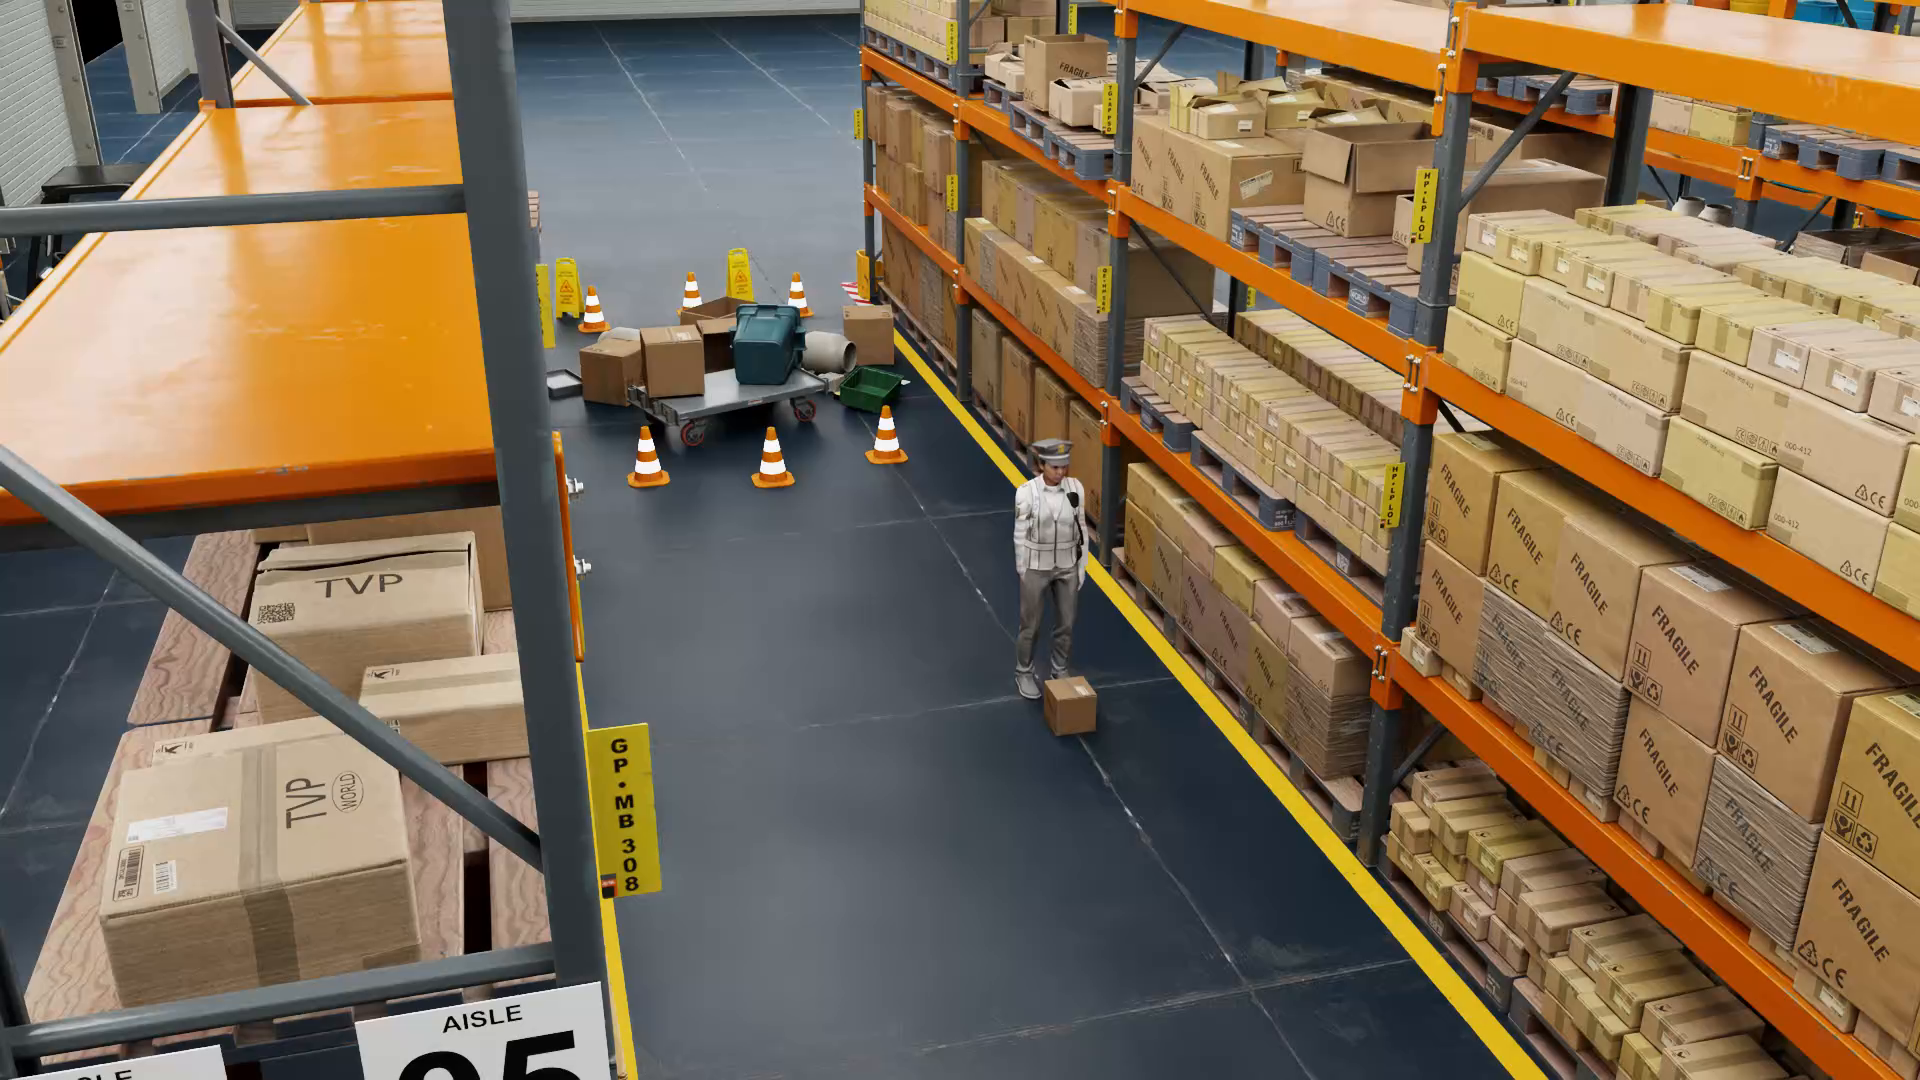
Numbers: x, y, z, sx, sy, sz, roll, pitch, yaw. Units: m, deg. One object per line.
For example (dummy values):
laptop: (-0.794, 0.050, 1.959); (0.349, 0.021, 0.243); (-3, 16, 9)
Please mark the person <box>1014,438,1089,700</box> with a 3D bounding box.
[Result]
person: (0.564, 0.177, 10.181); (0.466, 1.667, 0.333); (-6, 24, -13)
